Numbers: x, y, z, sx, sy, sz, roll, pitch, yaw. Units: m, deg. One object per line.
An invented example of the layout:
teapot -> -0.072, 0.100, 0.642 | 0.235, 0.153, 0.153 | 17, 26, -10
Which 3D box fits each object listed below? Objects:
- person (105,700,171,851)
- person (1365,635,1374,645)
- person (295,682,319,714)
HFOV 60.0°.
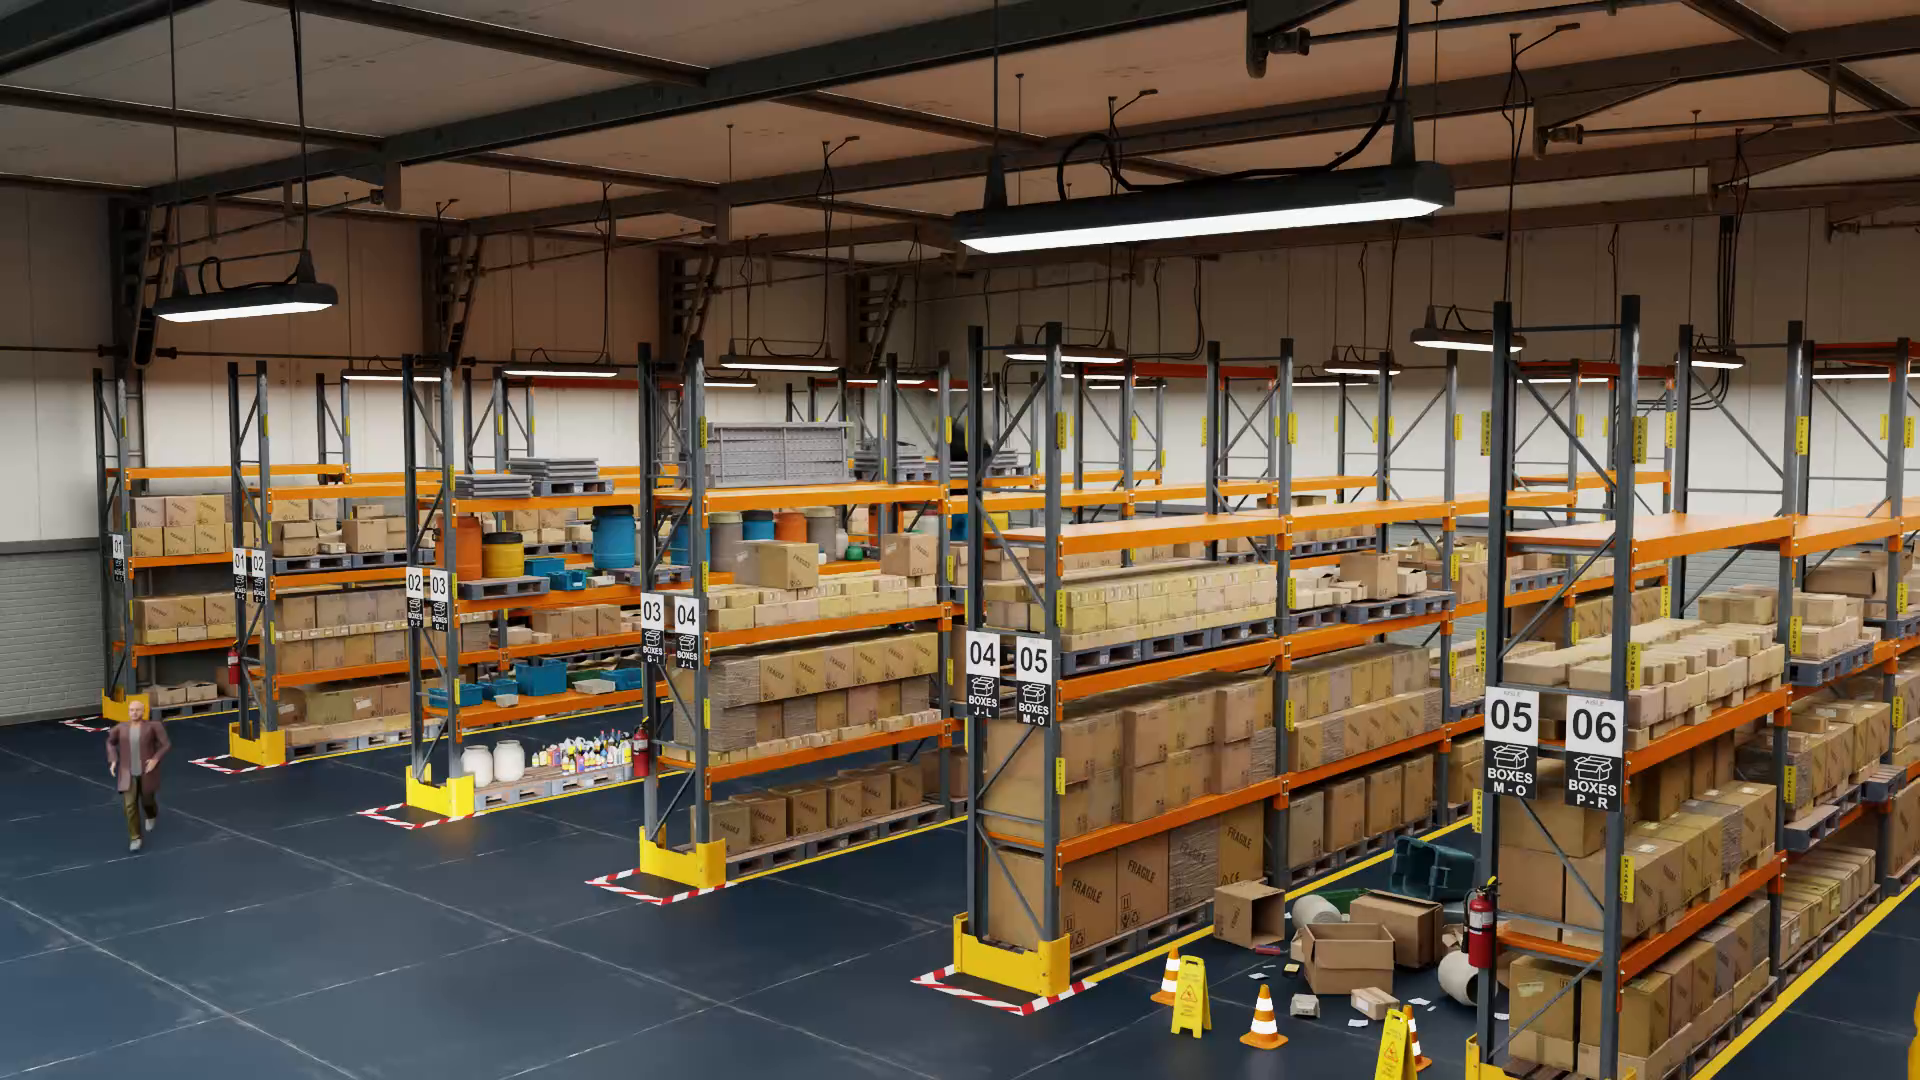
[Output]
person -> -9.932, 2.804, 20.099 | 0.743, 1.750, 0.935 | -1, 4, -18
person -> 6.763, 2.340, 27.211 | 0.518, 1.709, 0.861 | 3, 5, 33
person -> -10.708, 2.323, 27.405 | 0.581, 1.650, 0.700 | 4, 6, 40
